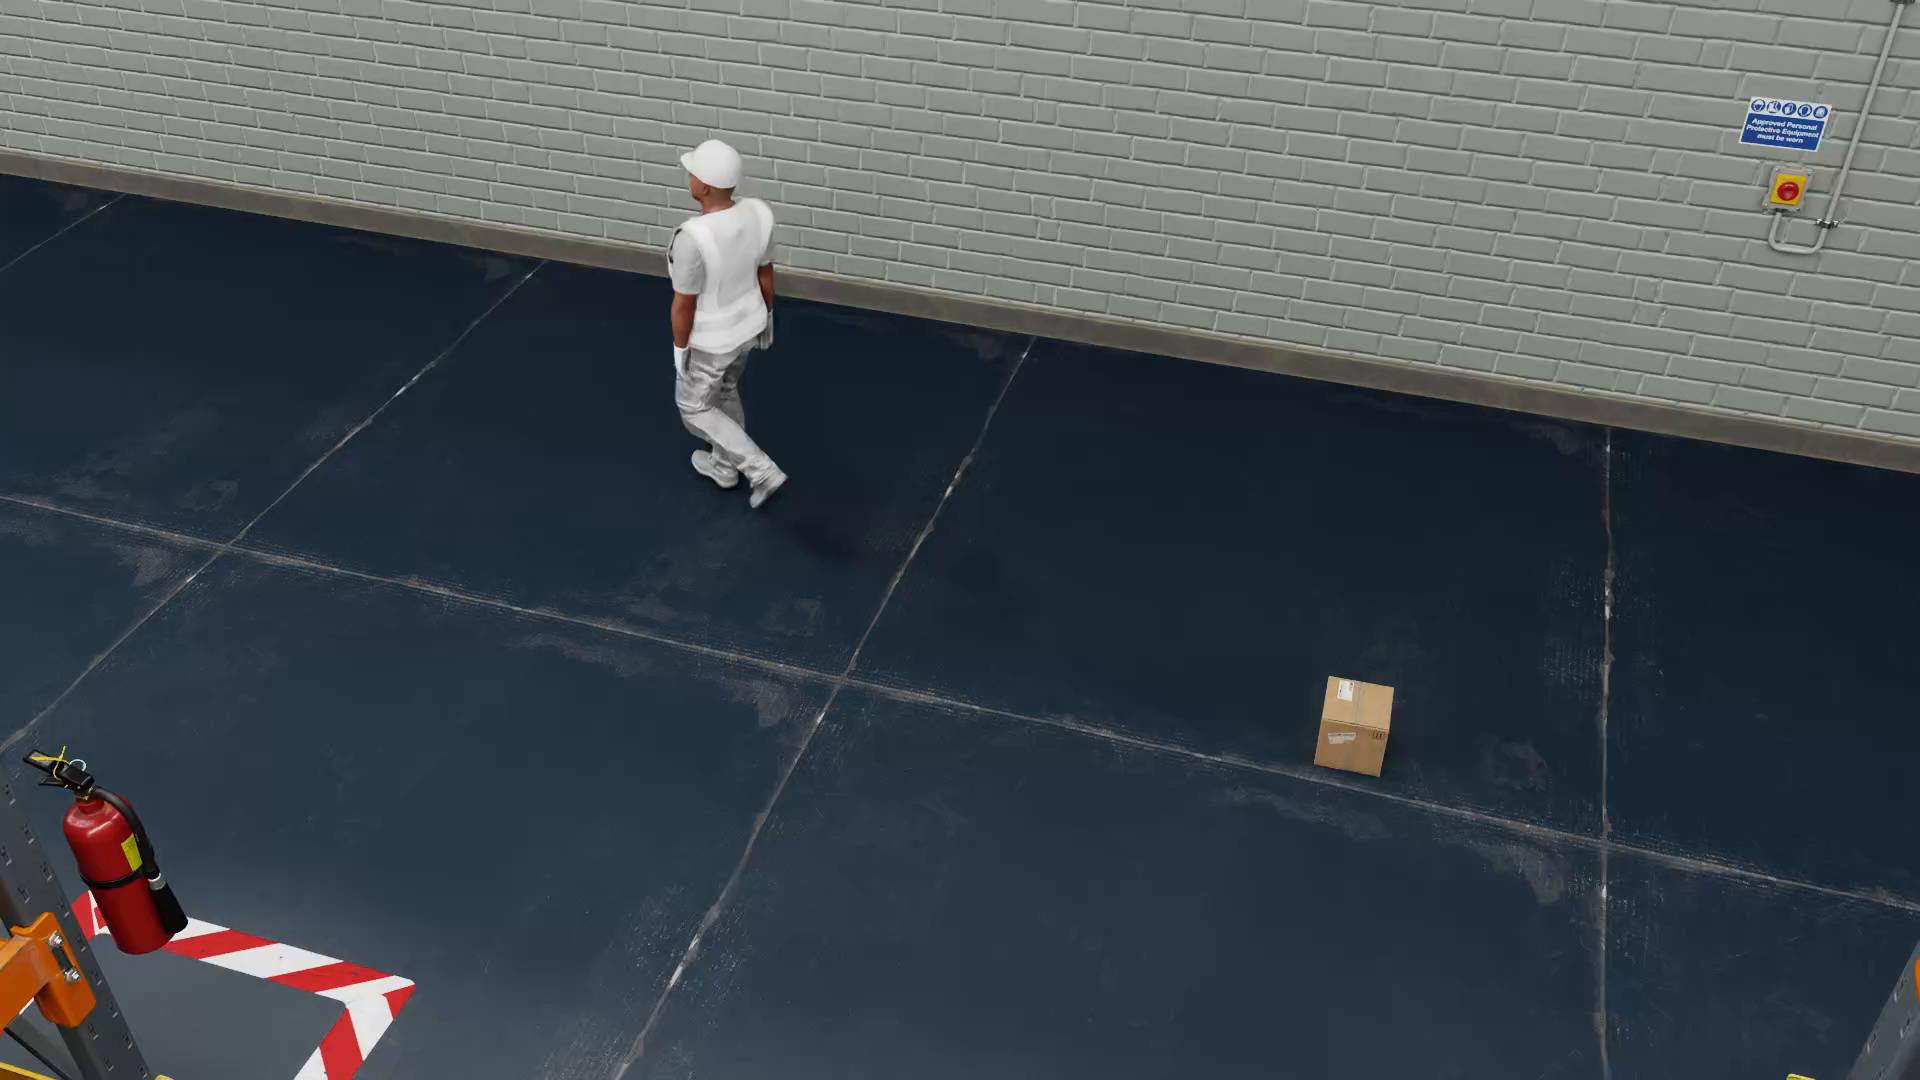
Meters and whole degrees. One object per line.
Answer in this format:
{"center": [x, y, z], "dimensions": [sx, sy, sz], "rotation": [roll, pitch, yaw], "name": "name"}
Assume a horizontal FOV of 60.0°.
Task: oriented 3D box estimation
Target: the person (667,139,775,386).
{"center": [-1.054, -1.201, 7.150], "dimensions": [0.349, 1.086, 0.556], "rotation": [25, 43, 29], "name": "person"}
